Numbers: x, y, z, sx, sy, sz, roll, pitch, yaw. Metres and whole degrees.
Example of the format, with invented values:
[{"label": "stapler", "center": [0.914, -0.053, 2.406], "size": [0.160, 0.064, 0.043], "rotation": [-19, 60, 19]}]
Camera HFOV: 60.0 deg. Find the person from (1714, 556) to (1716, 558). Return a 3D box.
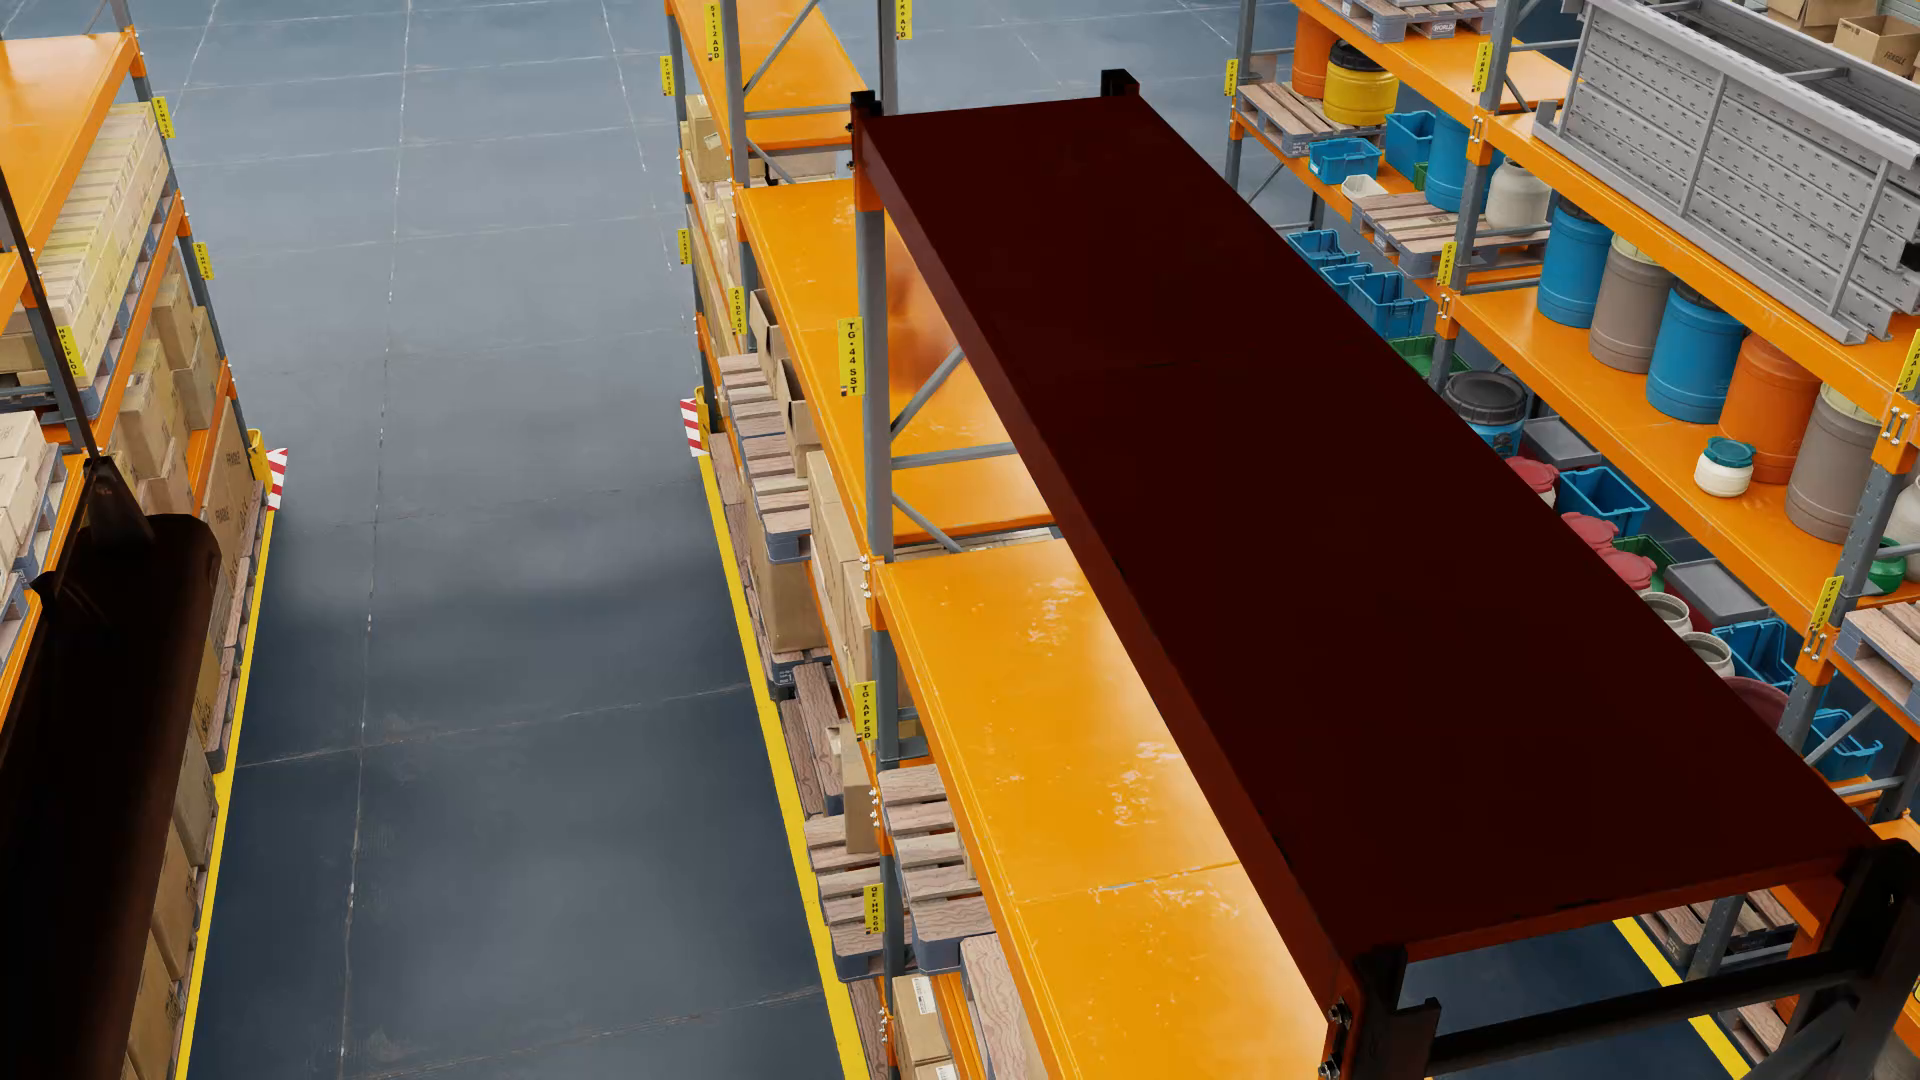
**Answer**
[{"label": "person", "center": [6.117, -0.144, 12.861], "size": [0.563, 1.624, 0.533], "rotation": [-13, 36, -18]}]
